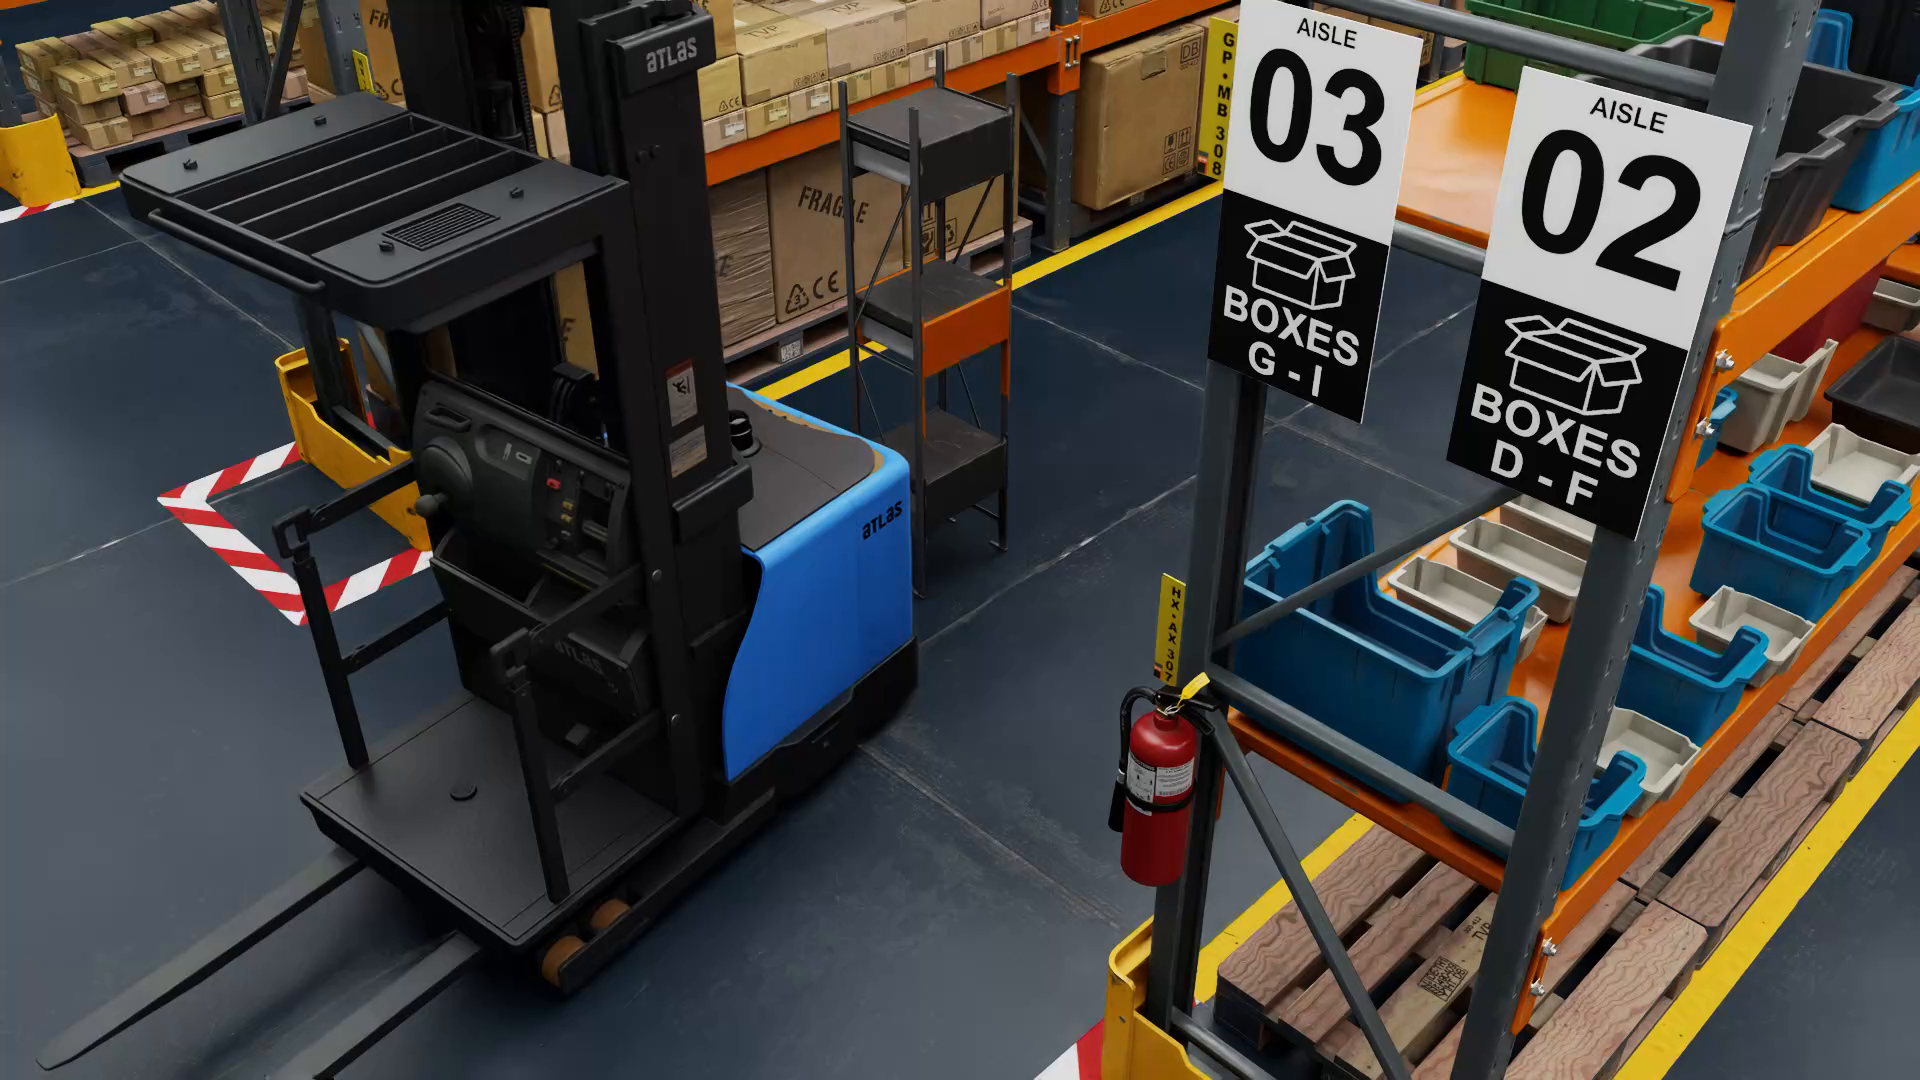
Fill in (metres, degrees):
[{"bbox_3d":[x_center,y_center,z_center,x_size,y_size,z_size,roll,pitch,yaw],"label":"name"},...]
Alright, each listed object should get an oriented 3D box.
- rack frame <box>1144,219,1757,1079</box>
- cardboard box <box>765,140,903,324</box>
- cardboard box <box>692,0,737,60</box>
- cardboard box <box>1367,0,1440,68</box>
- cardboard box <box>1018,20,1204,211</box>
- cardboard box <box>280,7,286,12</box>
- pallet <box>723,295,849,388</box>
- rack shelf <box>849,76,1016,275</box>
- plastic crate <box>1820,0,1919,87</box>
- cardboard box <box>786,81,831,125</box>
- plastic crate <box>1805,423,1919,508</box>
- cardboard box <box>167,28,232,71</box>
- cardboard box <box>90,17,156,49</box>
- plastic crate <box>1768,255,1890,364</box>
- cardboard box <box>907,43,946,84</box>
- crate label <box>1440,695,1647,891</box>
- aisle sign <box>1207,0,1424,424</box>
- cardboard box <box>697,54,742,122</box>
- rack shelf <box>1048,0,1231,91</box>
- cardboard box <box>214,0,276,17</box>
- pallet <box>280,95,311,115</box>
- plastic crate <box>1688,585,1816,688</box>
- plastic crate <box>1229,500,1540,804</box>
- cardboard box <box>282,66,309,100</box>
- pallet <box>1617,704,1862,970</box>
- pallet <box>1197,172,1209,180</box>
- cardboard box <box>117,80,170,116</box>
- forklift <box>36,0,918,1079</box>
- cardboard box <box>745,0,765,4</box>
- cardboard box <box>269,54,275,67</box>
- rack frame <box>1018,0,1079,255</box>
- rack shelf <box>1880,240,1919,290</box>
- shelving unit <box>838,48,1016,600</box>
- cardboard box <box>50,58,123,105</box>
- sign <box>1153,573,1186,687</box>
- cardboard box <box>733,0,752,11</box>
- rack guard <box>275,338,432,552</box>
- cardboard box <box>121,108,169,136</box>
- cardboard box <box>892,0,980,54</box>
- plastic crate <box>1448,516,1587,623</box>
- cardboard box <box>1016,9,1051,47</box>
[{"bbox_3d":[0.935,0.516,3.887,1.000,3.000,0.127,30,45,35],"label":"rack frame"},{"bbox_3d":[-0.917,-1.803,8.704,0.875,0.875,0.875,30,45,35],"label":"cardboard box"},{"bbox_3d":[-1.337,-2.350,7.212,0.500,0.500,0.500,28,44,34],"label":"cardboard box"},{"bbox_3d":[2.556,-3.756,11.504,1.225,0.875,0.875,27,43,33],"label":"cardboard box"},{"bbox_3d":[0.675,-2.672,9.950,1.225,0.875,0.875,30,45,35],"label":"cardboard box"},{"bbox_3d":[-4.396,-3.525,11.288,0.380,0.149,0.250,30,45,35],"label":"cardboard box"},{"bbox_3d":[-1.212,-1.185,8.765,1.003,0.211,1.213,30,45,35],"label":"pallet"},{"bbox_3d":[-0.117,-1.357,6.160,0.431,0.518,0.480,30,45,35],"label":"rack shelf"},{"bbox_3d":[2.207,-1.198,3.777,0.504,0.338,0.767,30,45,35],"label":"plastic crate"},{"bbox_3d":[-0.829,-2.120,7.887,0.250,0.149,0.380,-29,44,-35],"label":"cardboard box"},{"bbox_3d":[2.740,-0.196,5.086,0.293,0.136,0.466,30,45,35],"label":"plastic crate"},{"bbox_3d":[-4.925,-3.188,10.803,0.380,0.149,0.250,27,43,33],"label":"cardboard box"},{"bbox_3d":[-5.525,-3.319,10.992,0.380,0.149,0.250,29,44,34],"label":"cardboard box"},{"bbox_3d":[2.946,-0.897,5.805,0.402,0.464,0.583,30,45,35],"label":"plastic crate"},{"bbox_3d":[-0.287,-2.432,8.334,0.250,0.149,0.380,-29,44,-35],"label":"cardboard box"},{"bbox_3d":[1.343,0.593,3.871,0.416,0.233,0.303,30,45,35],"label":"crate label"},{"bbox_3d":[0.677,-0.639,3.271,0.394,0.787,0.004,30,45,35],"label":"aisle sign"},{"bbox_3d":[-1.332,-2.042,7.427,0.500,0.250,0.500,28,44,34],"label":"cardboard box"},{"bbox_3d":[1.648,-3.620,10.448,1.077,0.370,4.000,30,45,35],"label":"rack shelf"},{"bbox_3d":[-4.883,-3.592,11.384,0.380,0.149,0.250,28,44,34],"label":"cardboard box"},{"bbox_3d":[-4.518,-3.215,11.676,1.003,0.211,1.213,30,45,35],"label":"pallet"},{"bbox_3d":[2.105,0.260,4.433,0.250,0.136,0.298,30,45,35],"label":"plastic crate"},{"bbox_3d":[1.039,0.266,4.163,0.616,0.435,0.499,30,45,35],"label":"plastic crate"},{"bbox_3d":[-4.528,-3.117,11.222,0.380,0.149,0.250,27,43,33],"label":"cardboard box"},{"bbox_3d":[2.403,0.848,5.849,1.003,0.211,1.213,30,45,35],"label":"pallet"},{"bbox_3d":[1.588,-2.801,11.082,1.003,0.211,1.213,30,45,35],"label":"pallet"},{"bbox_3d":[-5.244,-2.842,10.568,0.380,0.149,0.250,29,44,35],"label":"cardboard box"},{"bbox_3d":[-1.452,-0.111,4.847,1.130,2.935,3.031,24,41,30],"label":"forklift"},{"bbox_3d":[-0.996,-2.970,8.102,0.500,0.500,0.500,28,44,34],"label":"cardboard box"},{"bbox_3d":[-4.757,-3.184,11.058,0.380,0.149,0.250,27,43,33],"label":"cardboard box"},{"bbox_3d":[0.239,-3.103,9.078,1.000,3.000,0.127,30,45,35],"label":"rack frame"},{"bbox_3d":[5.163,-1.624,7.585,1.077,0.370,4.000,30,45,35],"label":"rack shelf"},{"bbox_3d":[-0.117,-0.794,6.553,0.431,2.100,0.503,30,45,35],"label":"shelving unit"},{"bbox_3d":[-5.418,-2.842,10.309,0.380,0.149,0.250,27,43,33],"label":"cardboard box"},{"bbox_3d":[0.533,0.234,4.149,0.100,0.325,0.005,30,45,35],"label":"sign"},{"bbox_3d":[-1.346,-2.469,8.040,0.500,0.250,0.500,30,45,35],"label":"cardboard box"},{"bbox_3d":[-2.597,-0.445,7.451,1.175,0.500,0.348,30,45,35],"label":"rack guard"},{"bbox_3d":[-5.306,-2.746,10.690,0.380,0.149,0.250,29,44,35],"label":"cardboard box"},{"bbox_3d":[-0.249,-2.668,8.324,0.500,0.250,0.500,-28,44,-34],"label":"cardboard box"},{"bbox_3d":[1.596,0.084,4.685,0.396,0.136,0.243,30,45,35],"label":"plastic crate"},{"bbox_3d":[0.256,-2.745,8.783,0.250,0.149,0.380,-30,45,-35],"label":"cardboard box"}]
